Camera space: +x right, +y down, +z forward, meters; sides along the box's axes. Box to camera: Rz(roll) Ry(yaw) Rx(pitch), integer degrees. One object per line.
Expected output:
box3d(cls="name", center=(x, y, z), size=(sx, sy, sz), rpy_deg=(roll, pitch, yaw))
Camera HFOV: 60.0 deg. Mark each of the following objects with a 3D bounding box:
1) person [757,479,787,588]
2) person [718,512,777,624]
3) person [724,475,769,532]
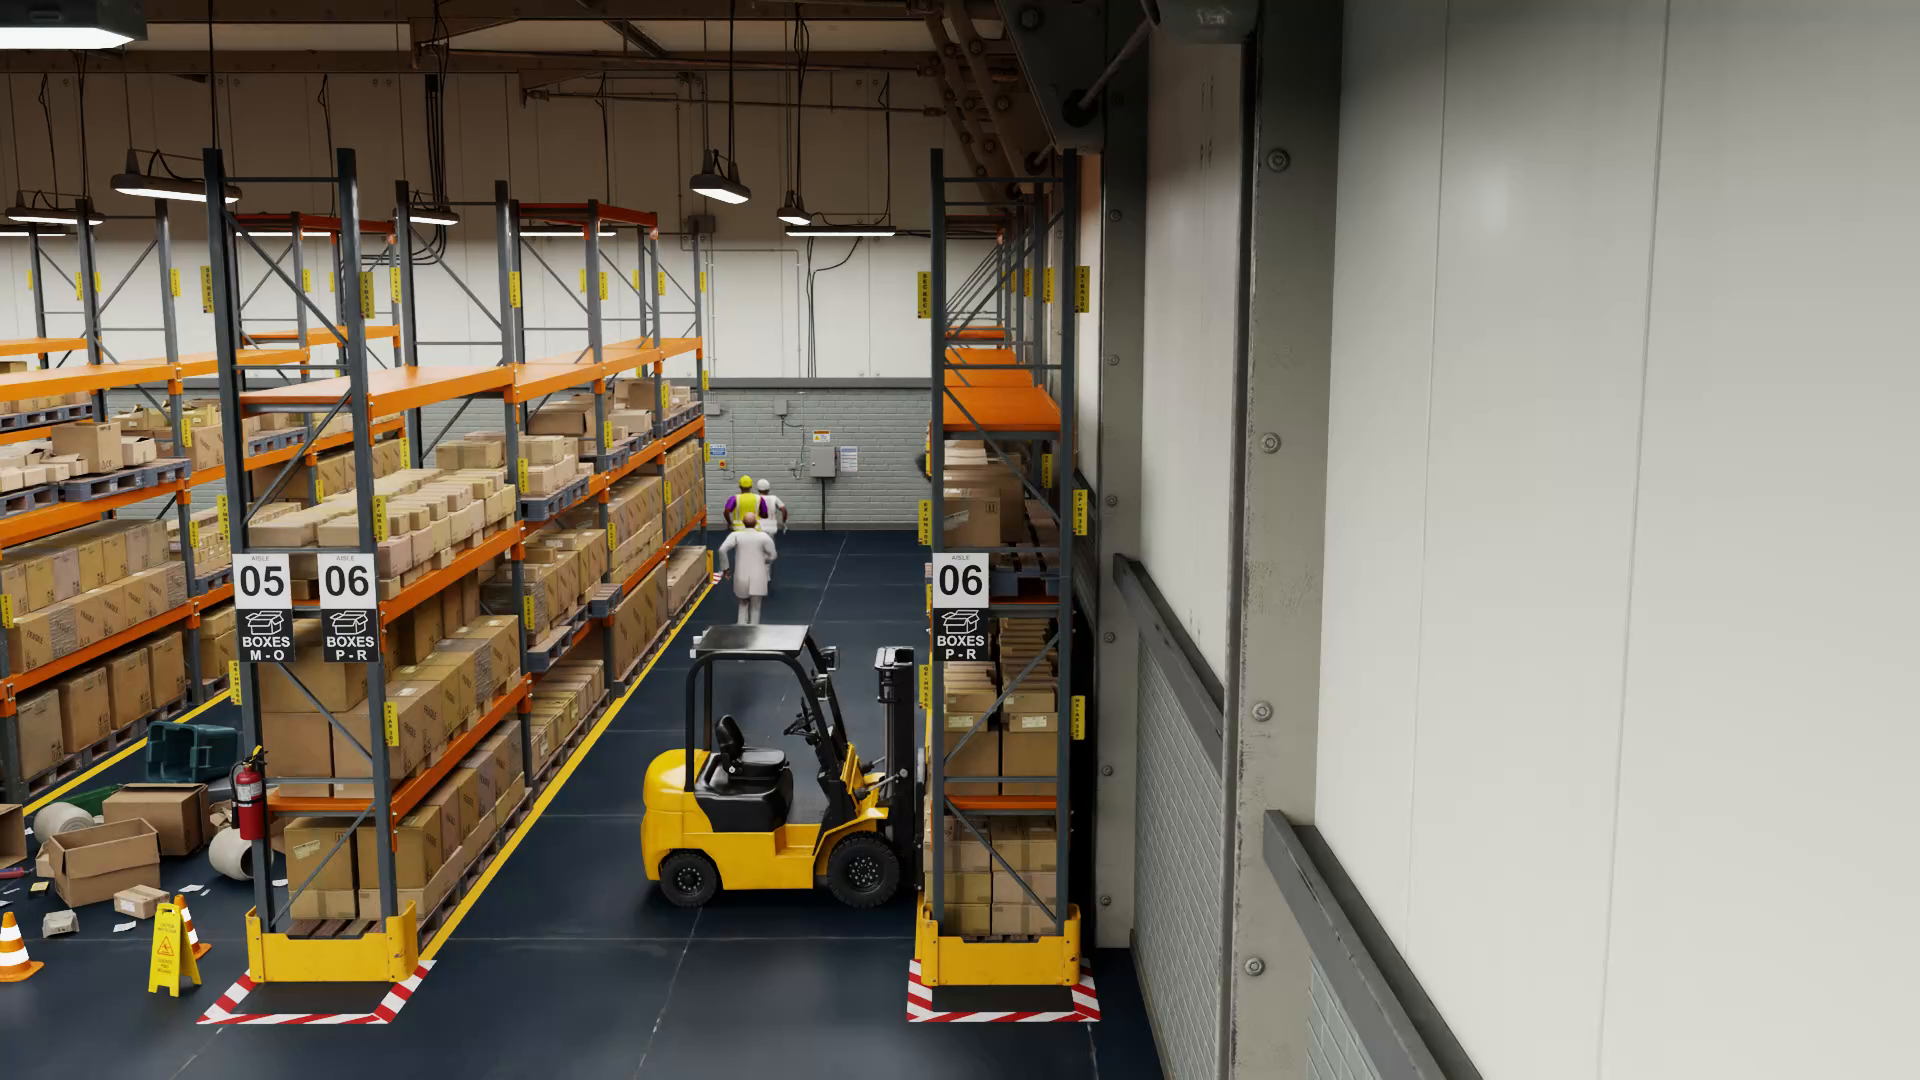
box3d(cls="person", center=(-3.200, -0.109, 27.251), size=(0.679, 1.781, 0.976), rpy_deg=(-3, 10, -20))
box3d(cls="person", center=(-2.773, 0.541, 21.906), size=(0.741, 1.848, 0.730), rpy_deg=(0, 9, 0))
box3d(cls="person", center=(-3.271, -0.071, 25.511), size=(0.677, 1.854, 0.712), rpy_deg=(-1, 9, -6))
